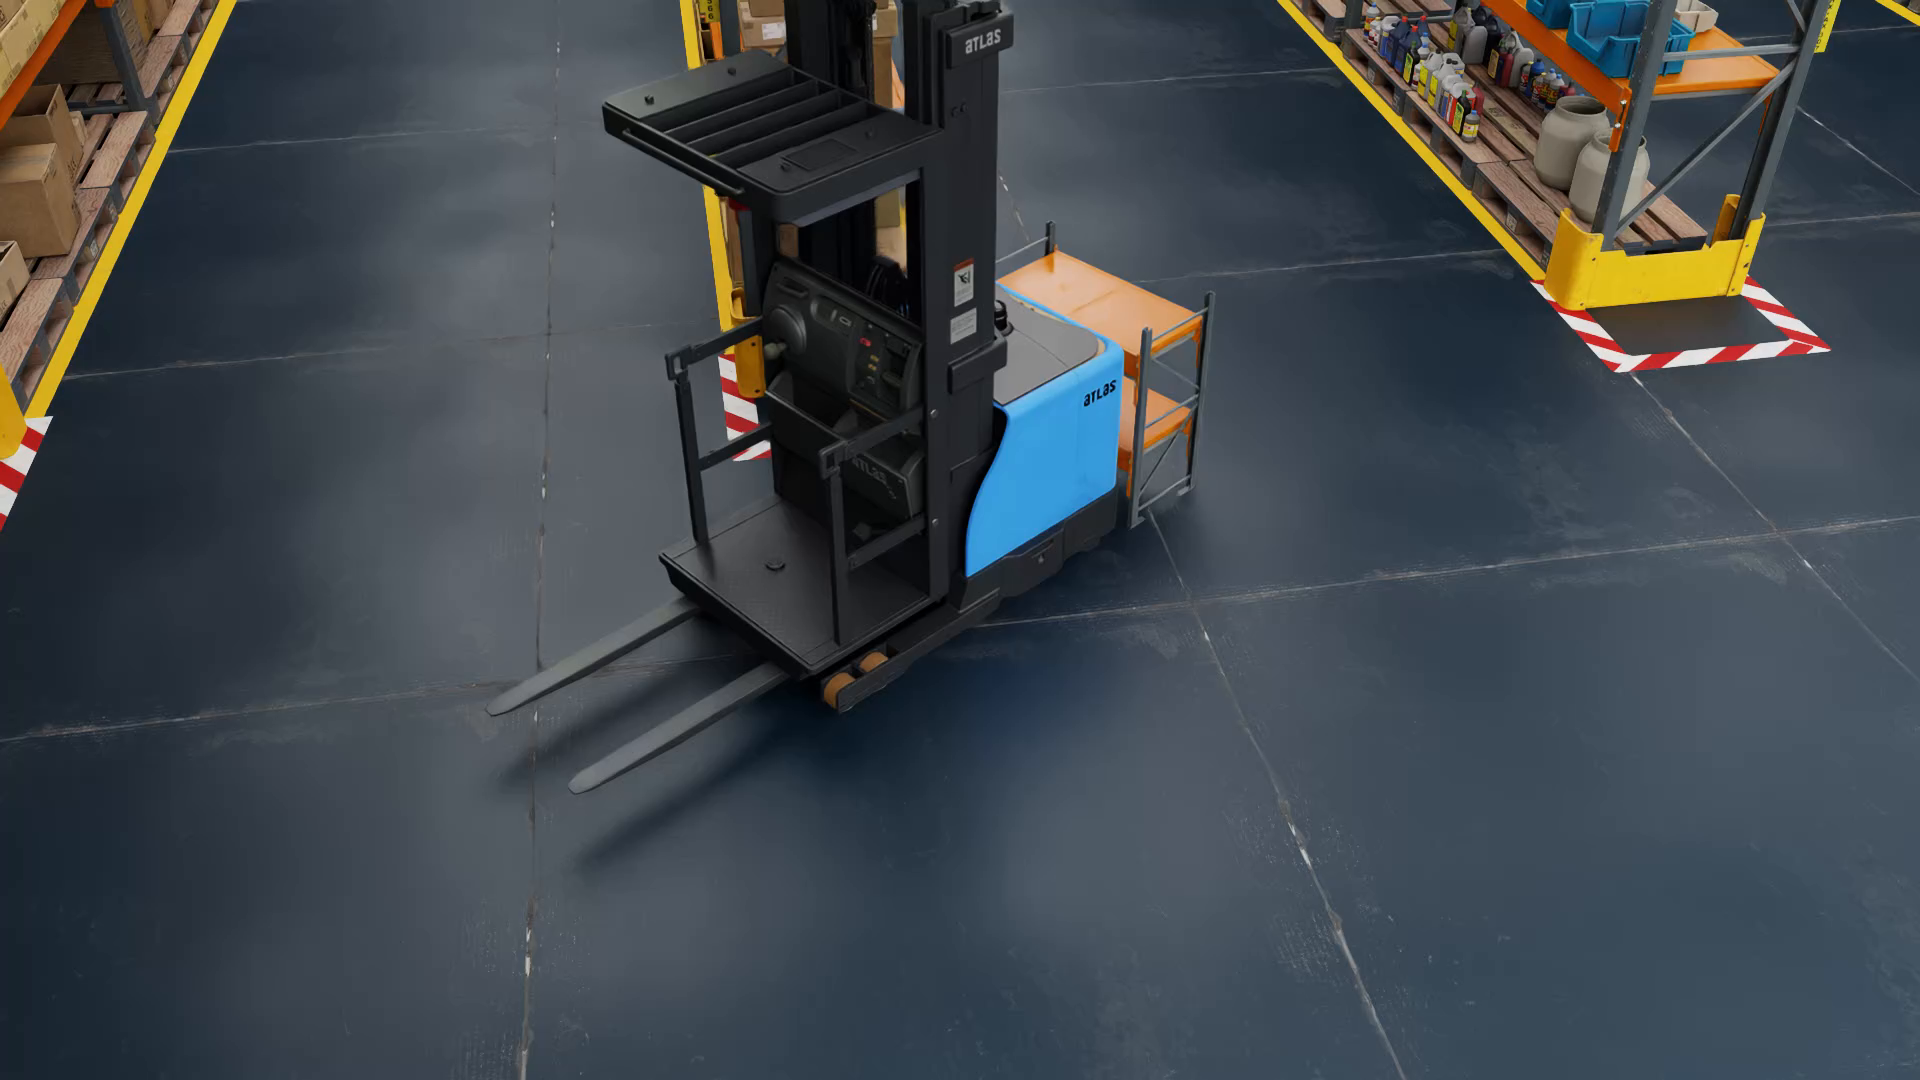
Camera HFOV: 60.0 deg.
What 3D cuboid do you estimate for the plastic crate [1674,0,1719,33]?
[{"bbox_3d":[4.368,-3.143,9.965,0.298,0.136,0.250,-6,38,-8],"label":"plastic crate"}]

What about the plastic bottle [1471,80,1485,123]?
[{"bbox_3d":[3.542,-3.002,11.424,0.061,0.283,0.133,-6,38,-8],"label":"plastic bottle"}]

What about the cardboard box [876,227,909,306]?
[{"bbox_3d":[-0.544,-1.569,9.623,0.500,0.250,0.500,-6,38,-8],"label":"cardboard box"}]

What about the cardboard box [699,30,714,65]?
[{"bbox_3d":[-1.422,-3.015,10.874,0.500,0.500,0.500,-6,38,-8],"label":"cardboard box"}]

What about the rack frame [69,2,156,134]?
[{"bbox_3d":[-6.247,-4.022,10.882,1.000,3.000,0.127,-6,38,-8],"label":"rack frame"}]

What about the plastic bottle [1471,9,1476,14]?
[{"bbox_3d":[3.916,-3.934,12.624,0.061,0.283,0.133,-4,38,-6],"label":"plastic bottle"}]

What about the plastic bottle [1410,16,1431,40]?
[{"bbox_3d":[3.382,-3.699,12.266,0.144,0.351,0.185,-6,38,-8],"label":"plastic bottle"}]

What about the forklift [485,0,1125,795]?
[{"bbox_3d":[-0.647,-0.776,6.760,3.031,2.935,1.130,-30,47,-33],"label":"forklift"}]

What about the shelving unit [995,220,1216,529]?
[{"bbox_3d":[0.654,-0.835,8.307,0.538,1.125,1.048,-31,48,-34],"label":"shelving unit"}]

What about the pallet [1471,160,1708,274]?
[{"bbox_3d":[4.012,-2.102,10.684,1.003,0.211,1.213,-6,38,-8],"label":"pallet"}]

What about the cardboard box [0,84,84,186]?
[{"bbox_3d":[-6.025,-2.586,10.713,0.500,0.500,0.500,-9,39,-11],"label":"cardboard box"}]

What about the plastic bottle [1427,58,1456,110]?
[{"bbox_3d":[3.380,-3.200,11.624,0.144,0.351,0.185,-5,38,-6],"label":"plastic bottle"}]

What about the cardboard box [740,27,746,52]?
[{"bbox_3d":[-0.916,-3.081,9.589,0.700,0.500,0.500,-6,38,-8],"label":"cardboard box"}]

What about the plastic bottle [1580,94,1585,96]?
[{"bbox_3d":[4.197,-2.896,11.299,0.097,0.271,0.097,0,38,0],"label":"plastic bottle"}]

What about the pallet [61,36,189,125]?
[{"bbox_3d":[-6.385,-3.391,12.343,1.003,0.211,1.213,-6,38,-8],"label":"pallet"}]

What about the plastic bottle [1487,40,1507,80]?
[{"bbox_3d":[3.898,-3.493,12.057,0.061,0.283,0.133,-6,38,-8],"label":"plastic bottle"}]

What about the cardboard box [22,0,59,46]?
[{"bbox_3d":[-5.683,-3.113,9.818,0.500,0.250,0.500,-6,38,-8],"label":"cardboard box"}]

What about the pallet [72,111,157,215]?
[{"bbox_3d":[-6.094,-2.519,11.220,1.003,0.211,1.213,-6,38,-8],"label":"pallet"}]

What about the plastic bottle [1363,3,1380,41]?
[{"bbox_3d":[3.131,-3.944,12.647,0.097,0.271,0.097,0,38,0],"label":"plastic bottle"}]

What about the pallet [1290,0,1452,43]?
[{"bbox_3d":[3.331,-4.457,13.714,1.003,0.211,1.213,-6,38,-8],"label":"pallet"}]

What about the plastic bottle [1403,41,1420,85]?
[{"bbox_3d":[3.261,-3.438,11.986,0.061,0.283,0.133,-5,38,-6],"label":"plastic bottle"}]

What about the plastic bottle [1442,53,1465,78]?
[{"bbox_3d":[3.489,-3.314,11.832,0.152,0.276,0.135,-6,38,-8],"label":"plastic bottle"}]

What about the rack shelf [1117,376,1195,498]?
[{"bbox_3d":[0.654,-0.641,8.457,0.538,0.278,1.000,-31,48,-34],"label":"rack shelf"}]

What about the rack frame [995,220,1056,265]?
[{"bbox_3d":[0.296,-1.056,8.592,0.500,1.125,0.032,-31,48,-34],"label":"rack frame"}]

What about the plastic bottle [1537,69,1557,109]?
[{"bbox_3d":[4.120,-3.164,11.643,0.097,0.271,0.097,0,38,0],"label":"plastic bottle"}]

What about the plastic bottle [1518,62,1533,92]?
[{"bbox_3d":[4.066,-3.320,11.901,0.097,0.201,0.097,0,38,0],"label":"plastic bottle"}]

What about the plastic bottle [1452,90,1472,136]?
[{"bbox_3d":[3.416,-2.903,11.298,0.061,0.283,0.133,-5,38,-7],"label":"plastic bottle"}]

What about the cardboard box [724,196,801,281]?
[{"bbox_3d":[-1.056,-1.809,9.321,0.500,0.500,0.500,-6,38,-8],"label":"cardboard box"}]

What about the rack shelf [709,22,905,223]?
[{"bbox_3d":[-1.020,-3.065,10.236,1.077,0.370,4.000,-6,38,-8],"label":"rack shelf"}]

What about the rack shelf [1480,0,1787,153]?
[{"bbox_3d":[3.858,-3.595,10.919,1.077,0.370,4.000,-6,38,-8],"label":"rack shelf"}]

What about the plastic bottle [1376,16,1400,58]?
[{"bbox_3d":[3.215,-3.754,12.398,0.152,0.276,0.135,-5,38,-6],"label":"plastic bottle"}]

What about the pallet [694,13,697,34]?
[{"bbox_3d":[-1.538,-3.897,12.994,1.003,0.211,1.213,-6,38,-8],"label":"pallet"}]

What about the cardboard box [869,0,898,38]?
[{"bbox_3d":[-0.526,-2.697,8.566,0.380,0.149,0.250,-6,38,-8],"label":"cardboard box"}]

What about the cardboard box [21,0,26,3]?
[{"bbox_3d":[-5.688,-3.408,9.587,0.500,0.500,0.500,-7,38,-9],"label":"cardboard box"}]

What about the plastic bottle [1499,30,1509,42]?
[{"bbox_3d":[4.007,-3.621,12.221,0.061,0.283,0.133,-4,38,-5],"label":"plastic bottle"}]

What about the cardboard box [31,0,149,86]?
[{"bbox_3d":[-6.392,-3.651,12.084,0.700,0.500,0.500,-5,38,-6],"label":"cardboard box"}]

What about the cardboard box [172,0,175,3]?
[{"bbox_3d":[-6.679,-4.575,13.272,0.700,0.500,0.500,-6,38,-8],"label":"cardboard box"}]

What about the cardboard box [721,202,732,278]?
[{"bbox_3d":[-1.153,-1.814,9.939,0.500,0.250,0.500,-6,38,-8],"label":"cardboard box"}]

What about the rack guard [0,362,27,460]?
[{"bbox_3d":[-5.559,-0.665,8.598,1.175,0.500,0.348,-6,38,-8],"label":"rack guard"}]
